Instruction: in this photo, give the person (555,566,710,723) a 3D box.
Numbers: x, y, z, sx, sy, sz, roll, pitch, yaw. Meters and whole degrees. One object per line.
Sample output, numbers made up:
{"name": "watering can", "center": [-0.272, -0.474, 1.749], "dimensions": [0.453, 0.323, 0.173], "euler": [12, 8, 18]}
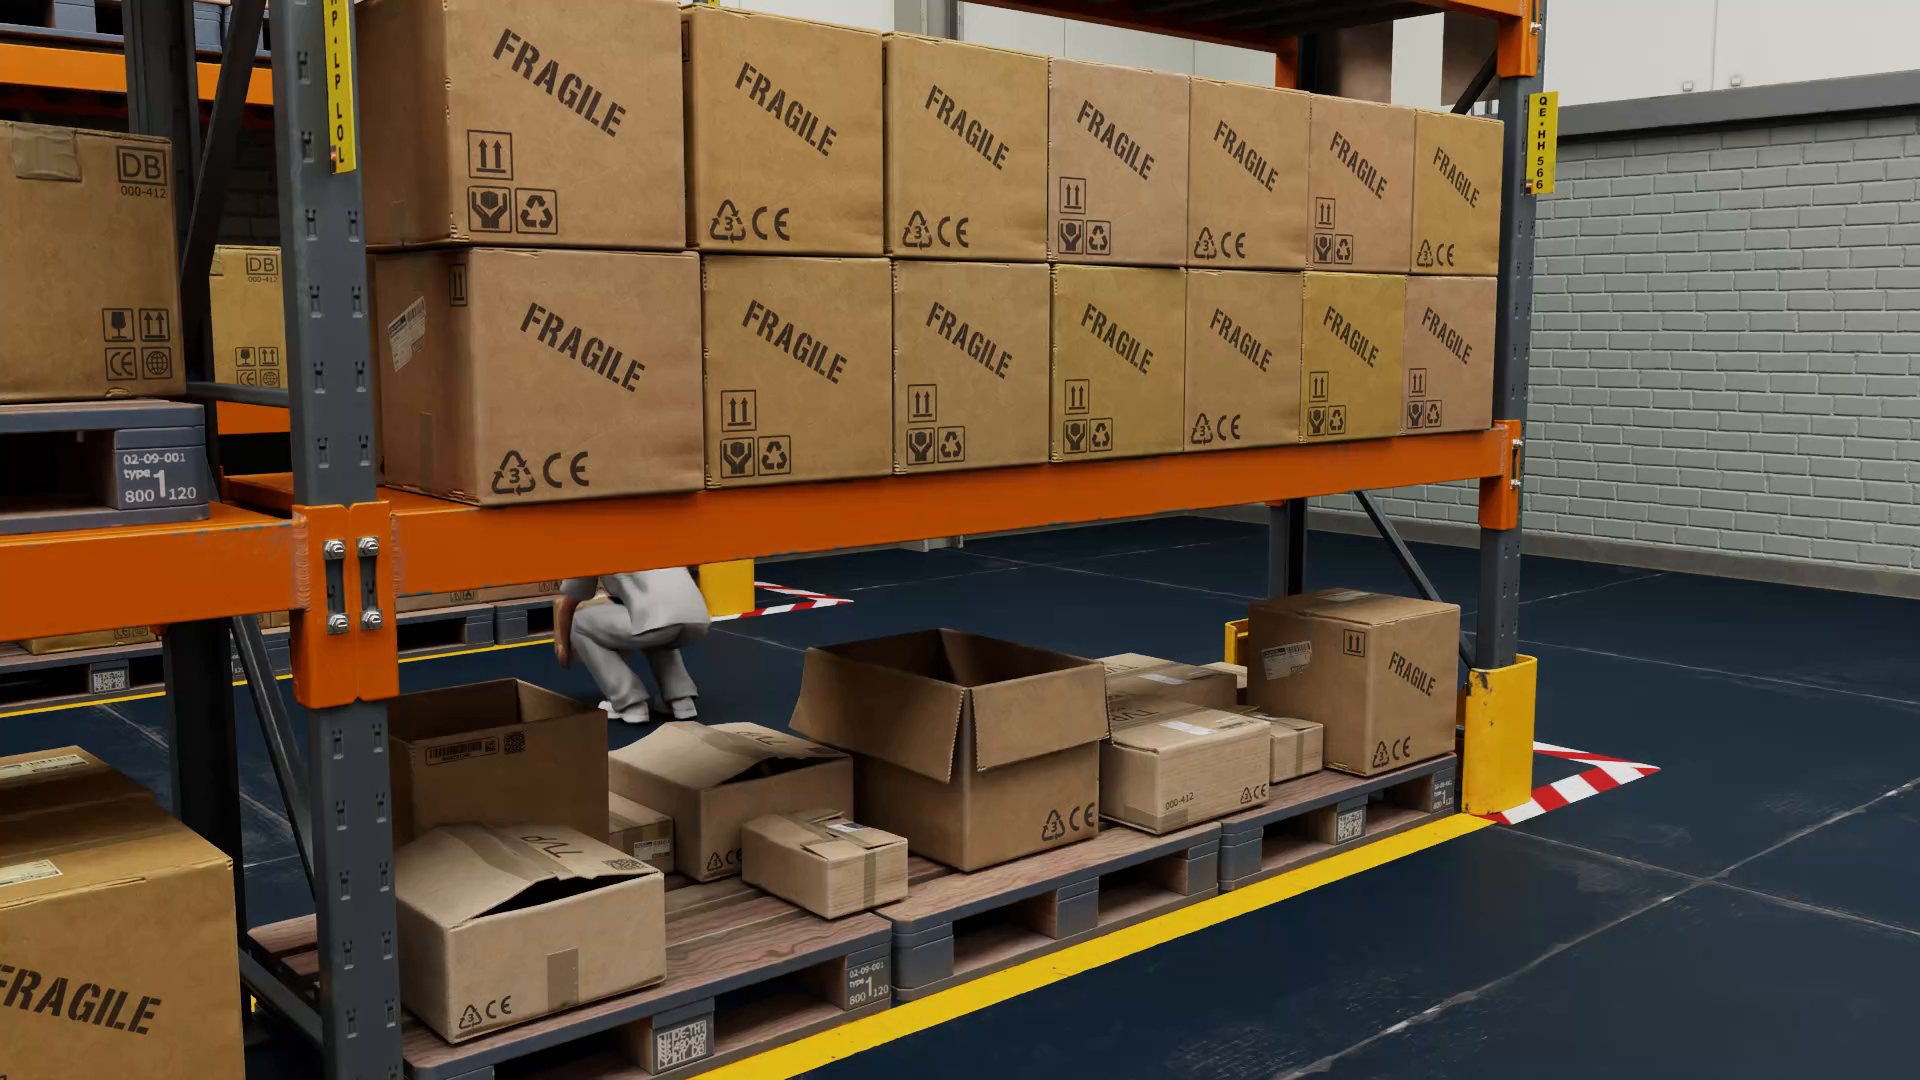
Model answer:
{"name": "person", "center": [-1.400, 0.279, 7.030], "dimensions": [0.492, 0.936, 0.796], "euler": [-7, 10, -41]}
